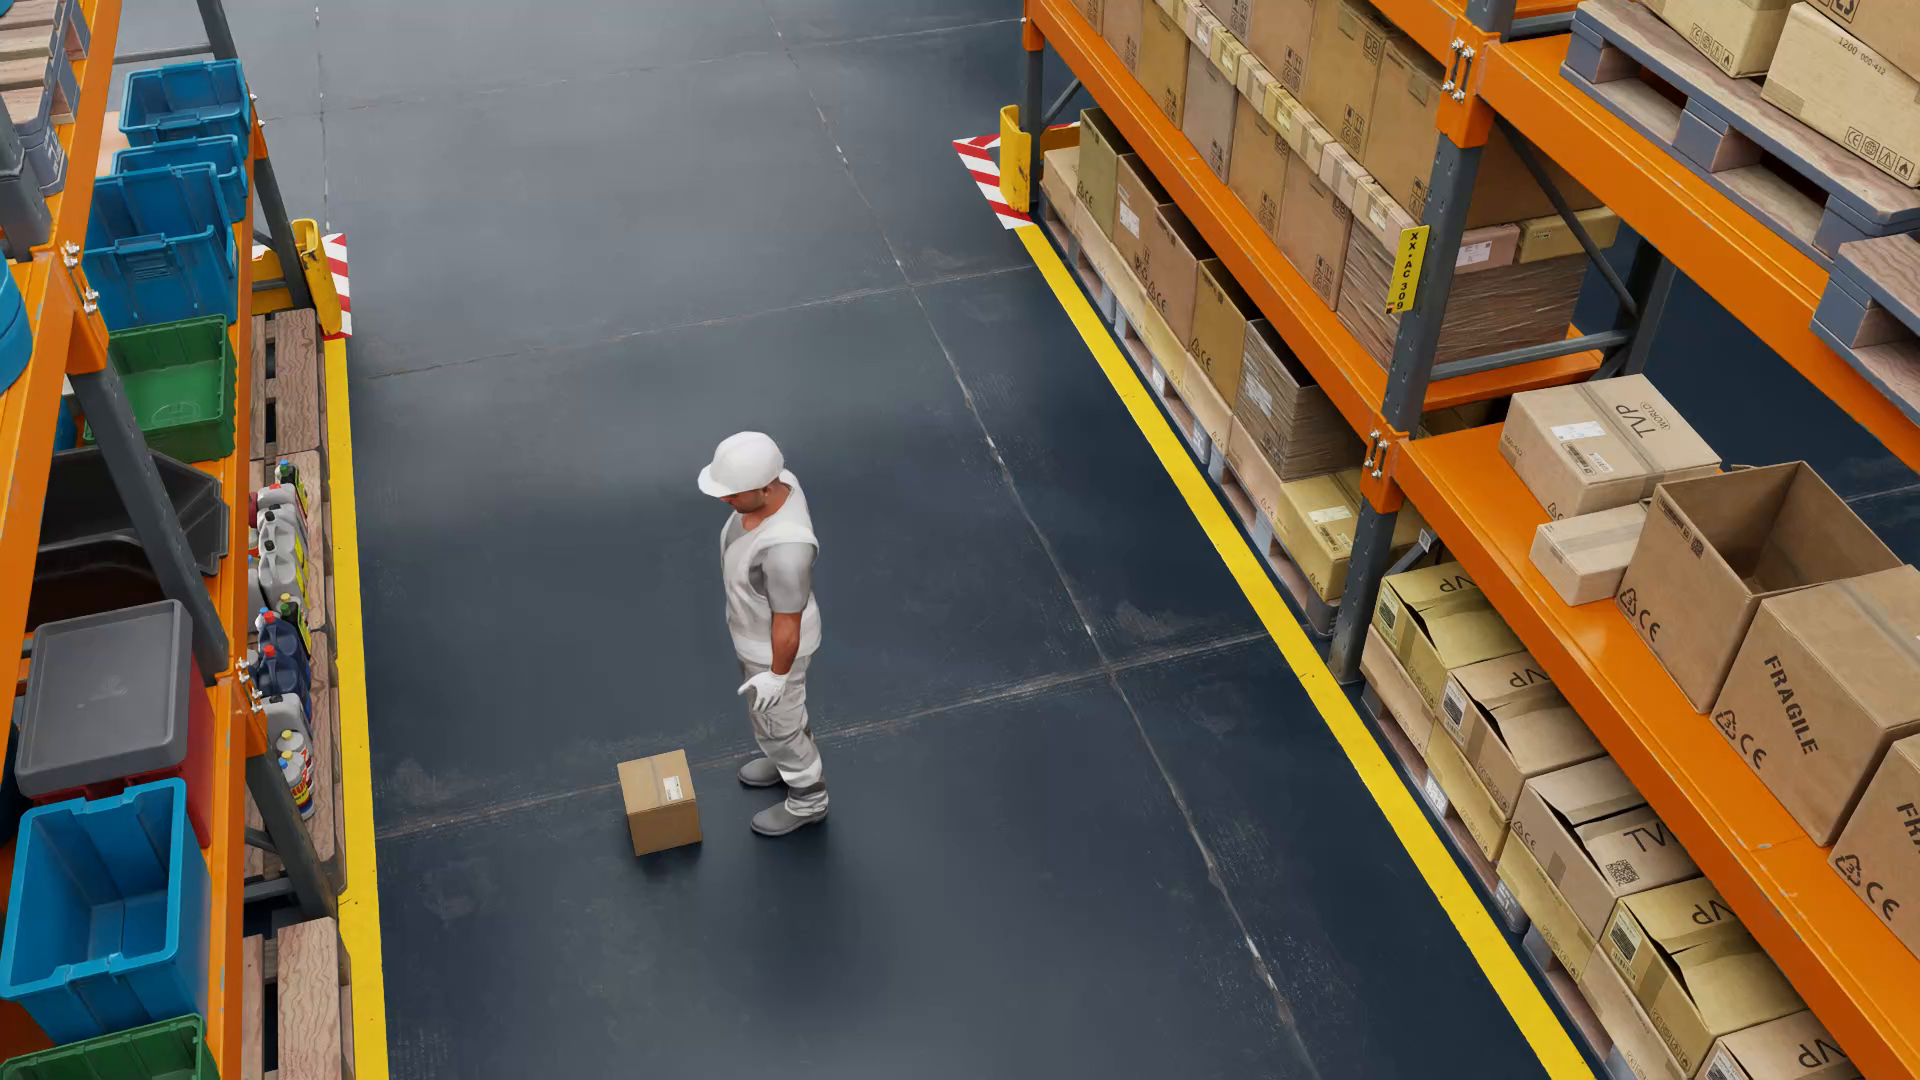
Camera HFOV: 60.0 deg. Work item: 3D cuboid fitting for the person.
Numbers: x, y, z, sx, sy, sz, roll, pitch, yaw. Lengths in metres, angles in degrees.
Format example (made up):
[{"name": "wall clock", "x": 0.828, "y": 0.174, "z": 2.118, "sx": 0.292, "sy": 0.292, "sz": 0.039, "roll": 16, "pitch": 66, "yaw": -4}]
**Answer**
[{"name": "person", "x": -0.656, "y": 0.334, "z": 5.777, "sx": 0.358, "sy": 1.776, "sz": 0.528, "roll": -11, "pitch": 43, "yaw": -12}]
